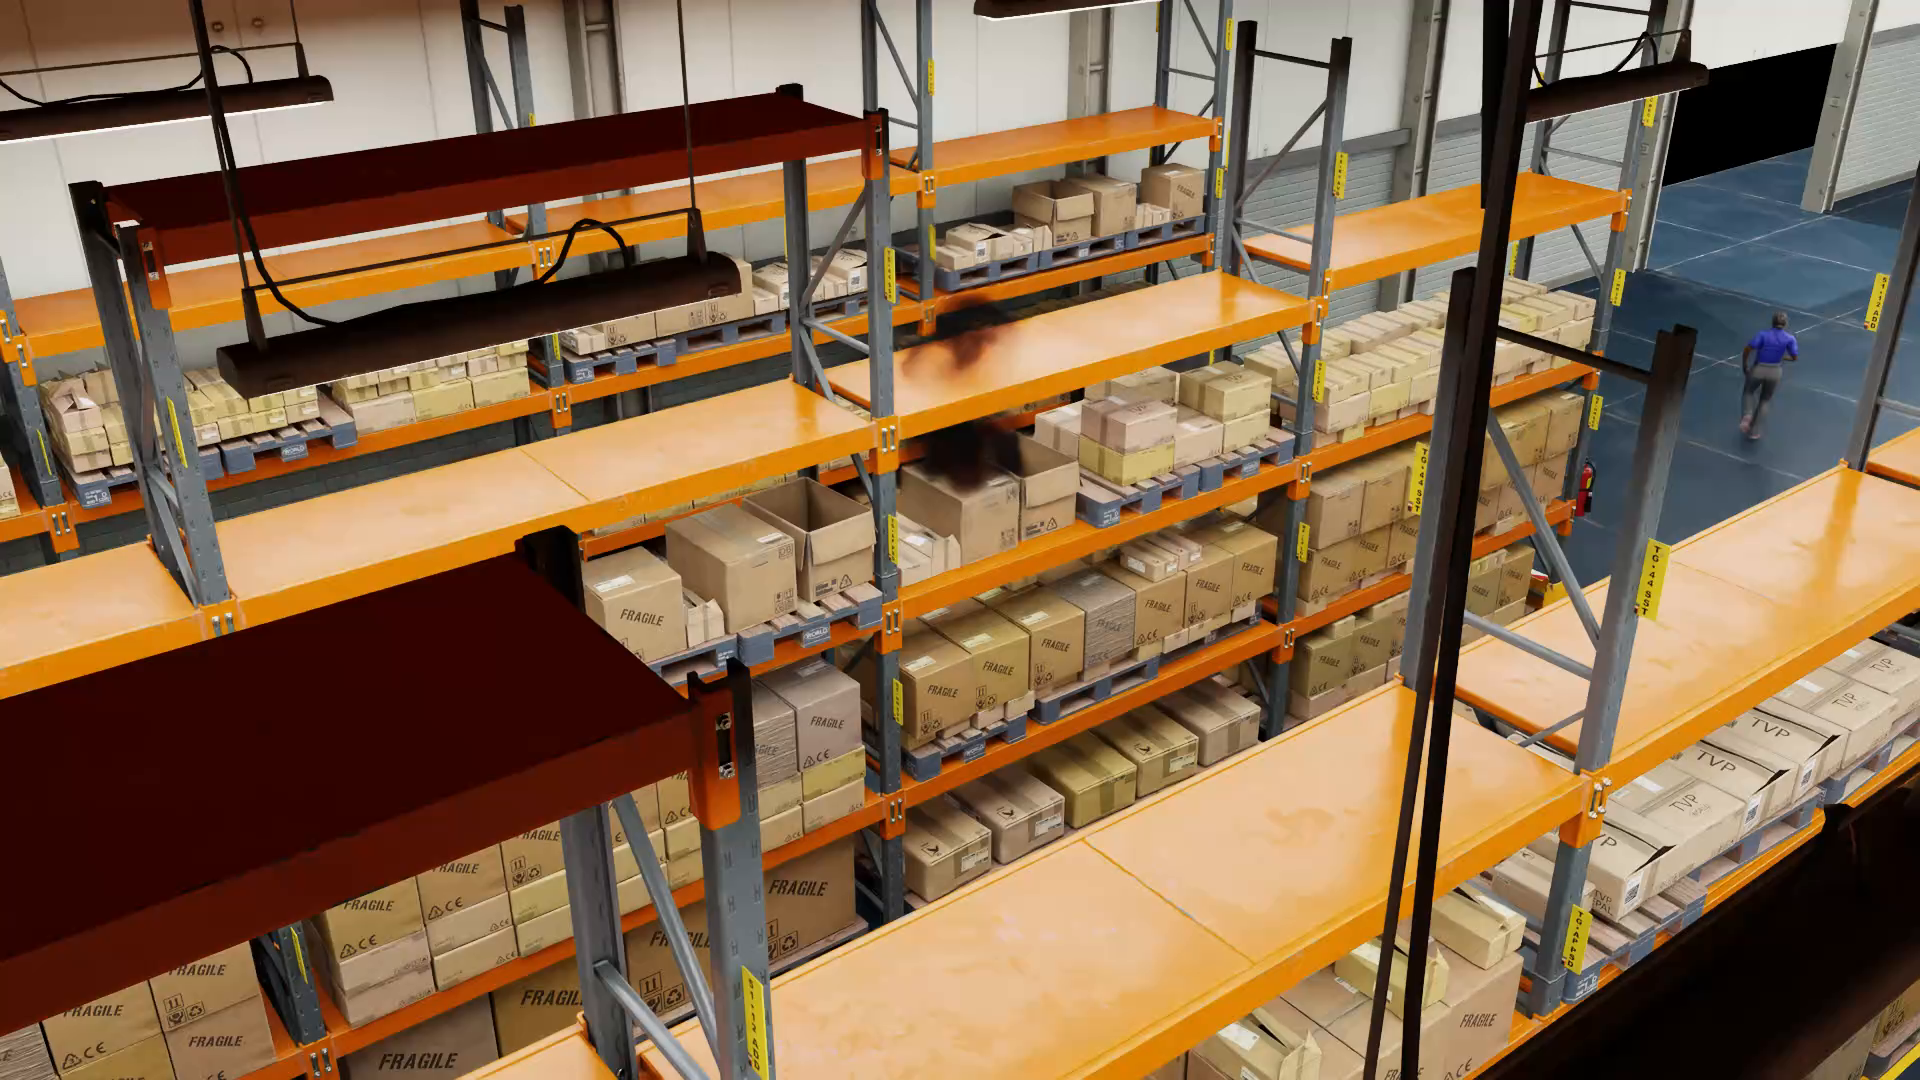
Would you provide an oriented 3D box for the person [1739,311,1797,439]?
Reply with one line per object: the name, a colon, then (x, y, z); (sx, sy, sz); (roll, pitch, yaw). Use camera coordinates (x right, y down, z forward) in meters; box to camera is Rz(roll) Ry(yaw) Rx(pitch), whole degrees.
person: (9.898, -2.051, 20.458); (0.624, 1.624, 0.537); (9, 28, 18)
